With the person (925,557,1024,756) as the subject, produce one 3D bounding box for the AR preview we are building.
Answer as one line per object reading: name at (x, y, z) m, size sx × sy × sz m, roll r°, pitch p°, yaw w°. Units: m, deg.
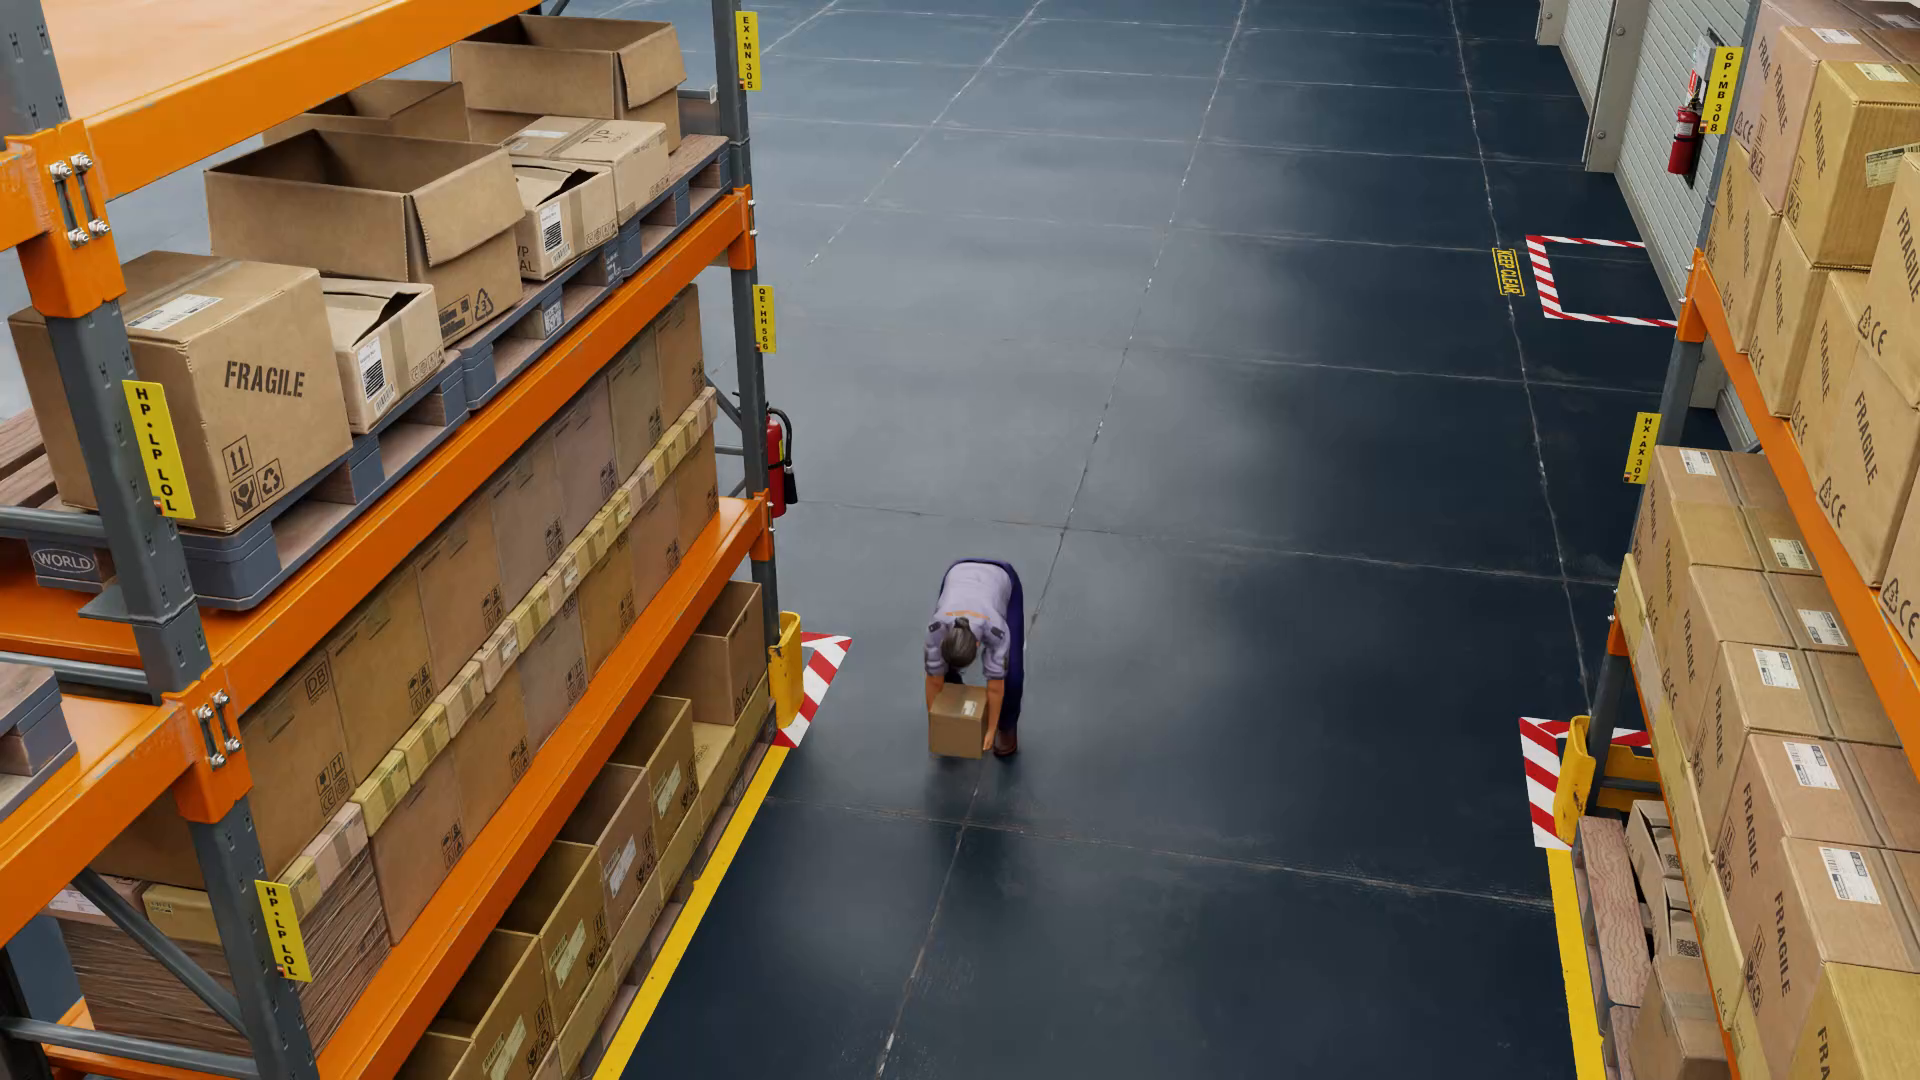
person at (0.063, 0.661, 8.101) m, size 0.476 × 1.004 × 0.910 m, roll 5°, pitch 29°, yaw 9°
